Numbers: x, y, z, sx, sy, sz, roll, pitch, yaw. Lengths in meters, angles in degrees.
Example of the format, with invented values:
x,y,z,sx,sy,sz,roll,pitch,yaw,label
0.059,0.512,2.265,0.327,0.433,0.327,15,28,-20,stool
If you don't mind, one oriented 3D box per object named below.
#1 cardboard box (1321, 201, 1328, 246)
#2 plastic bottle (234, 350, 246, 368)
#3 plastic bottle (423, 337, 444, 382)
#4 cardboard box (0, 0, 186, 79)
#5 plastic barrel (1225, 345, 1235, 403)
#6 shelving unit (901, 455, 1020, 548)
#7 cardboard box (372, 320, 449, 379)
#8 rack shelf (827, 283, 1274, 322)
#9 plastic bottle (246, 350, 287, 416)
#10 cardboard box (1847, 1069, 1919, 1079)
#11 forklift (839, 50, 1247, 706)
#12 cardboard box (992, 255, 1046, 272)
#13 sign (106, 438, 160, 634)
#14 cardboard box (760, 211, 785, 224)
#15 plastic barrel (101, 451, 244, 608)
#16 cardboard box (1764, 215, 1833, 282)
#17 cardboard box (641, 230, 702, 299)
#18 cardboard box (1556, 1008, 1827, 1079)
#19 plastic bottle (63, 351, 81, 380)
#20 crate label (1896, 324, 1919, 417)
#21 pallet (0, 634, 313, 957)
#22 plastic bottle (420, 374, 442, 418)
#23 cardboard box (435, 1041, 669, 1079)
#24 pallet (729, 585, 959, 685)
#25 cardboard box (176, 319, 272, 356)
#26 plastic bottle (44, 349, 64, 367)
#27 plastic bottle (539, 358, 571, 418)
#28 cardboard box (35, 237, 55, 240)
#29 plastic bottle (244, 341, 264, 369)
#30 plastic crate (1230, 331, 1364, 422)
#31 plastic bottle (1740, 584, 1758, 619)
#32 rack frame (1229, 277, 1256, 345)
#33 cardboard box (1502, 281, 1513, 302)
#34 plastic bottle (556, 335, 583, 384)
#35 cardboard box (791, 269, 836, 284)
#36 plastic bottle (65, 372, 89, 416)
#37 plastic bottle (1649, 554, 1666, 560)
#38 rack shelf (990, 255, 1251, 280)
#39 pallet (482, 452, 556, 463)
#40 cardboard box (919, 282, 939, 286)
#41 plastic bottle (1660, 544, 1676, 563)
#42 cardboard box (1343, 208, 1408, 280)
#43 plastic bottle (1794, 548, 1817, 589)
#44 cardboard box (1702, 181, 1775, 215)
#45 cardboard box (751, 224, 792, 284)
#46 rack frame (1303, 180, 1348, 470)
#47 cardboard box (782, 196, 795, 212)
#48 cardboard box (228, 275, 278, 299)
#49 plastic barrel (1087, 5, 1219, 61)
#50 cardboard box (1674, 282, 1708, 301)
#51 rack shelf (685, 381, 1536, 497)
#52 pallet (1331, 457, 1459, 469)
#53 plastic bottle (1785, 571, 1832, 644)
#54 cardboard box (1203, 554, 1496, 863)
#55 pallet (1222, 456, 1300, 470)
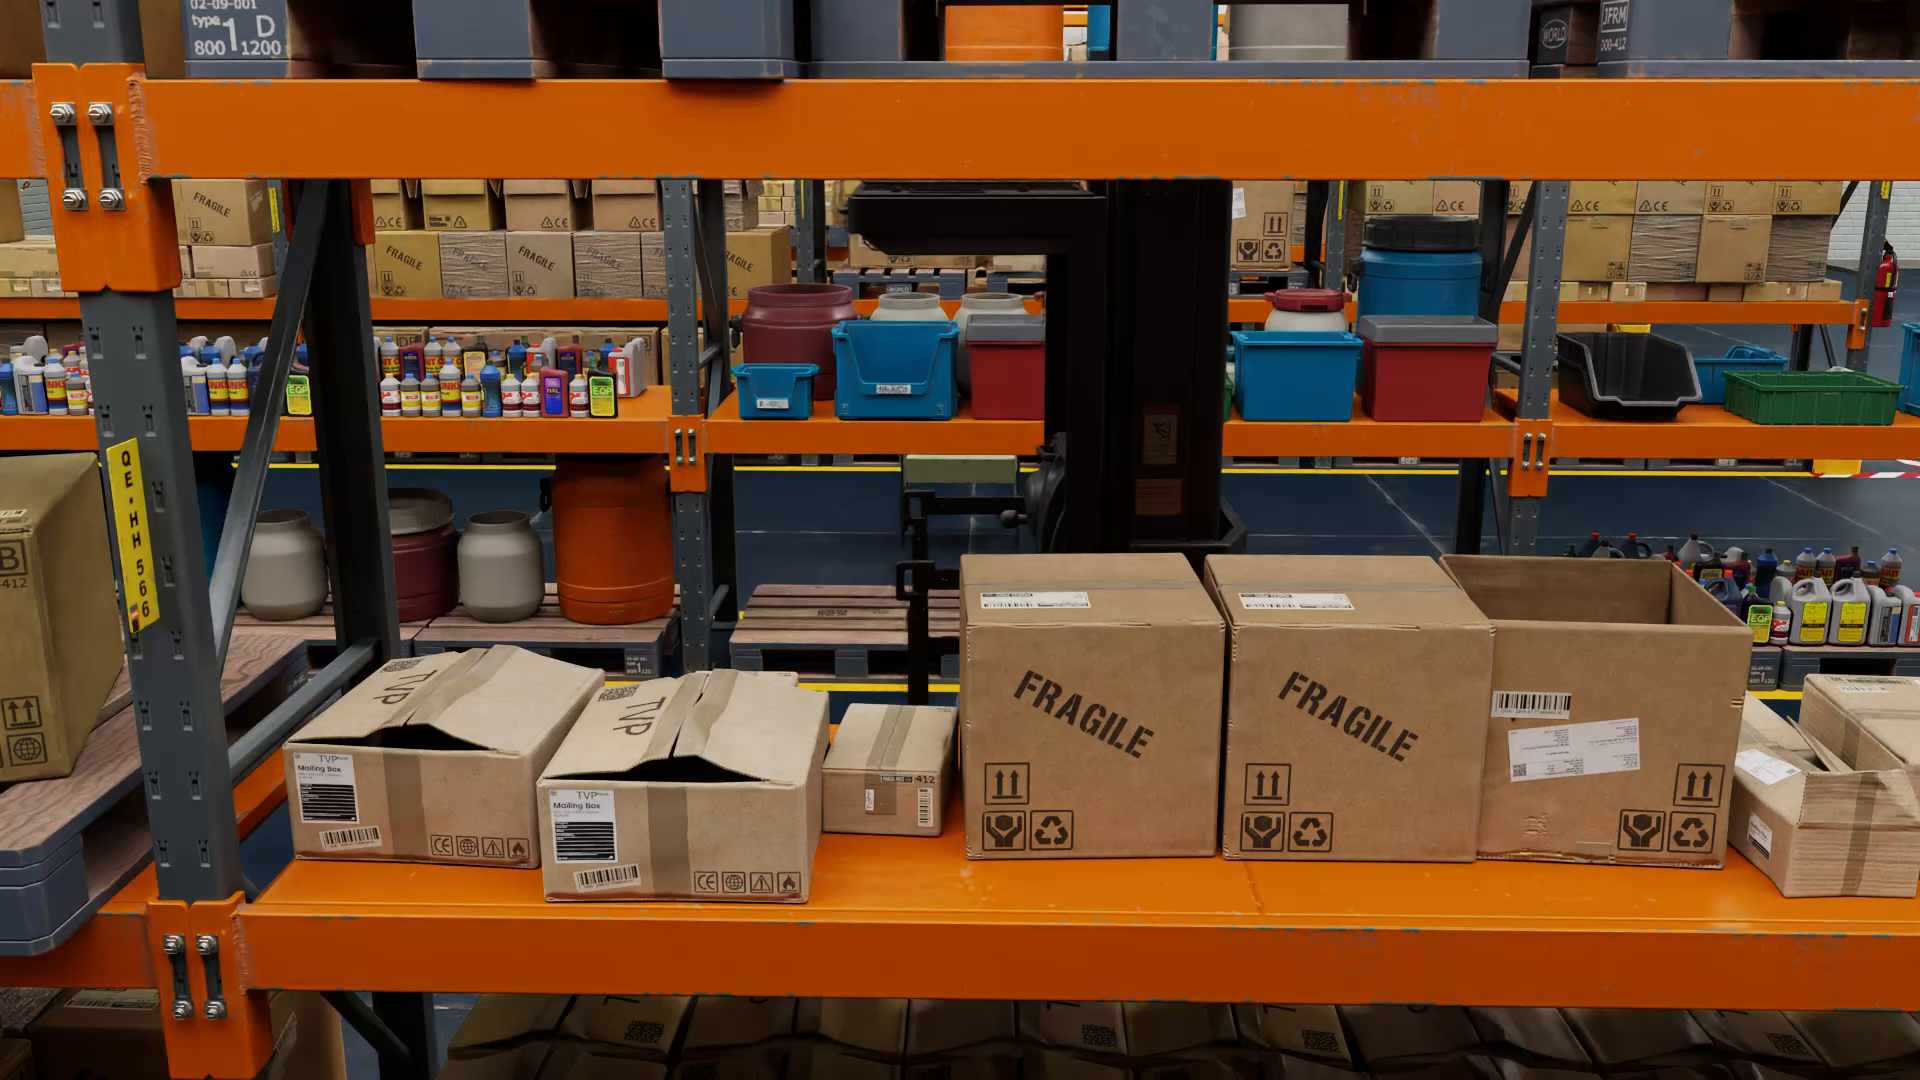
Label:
x,y,z,sx,sy,sz,roll,pitch,yaw,label
3.981,-3.464,17.797,0.550,0.550,0.875,0,15,1,cardboard box
-3.768,-0.897,8.750,0.097,0.201,0.097,0,15,0,plastic bottle
-2.755,-0.925,8.716,0.097,0.271,0.097,0,15,0,plastic bottle
-1.859,-1.118,3.120,0.500,0.500,0.910,0,15,1,cardboard box
1.388,-0.843,8.425,0.301,0.262,0.301,0,15,0,plastic barrel
0.007,-0.725,10.649,0.755,1.500,0.431,0,15,1,shelving unit
-4.524,-1.354,13.432,0.875,0.875,1.225,0,15,2,cardboard box
0.834,-1.790,13.155,4.000,0.370,1.077,0,15,1,rack shelf
-3.326,-0.779,8.009,0.185,0.351,0.144,0,15,1,plastic bottle
2.164,1.327,3.397,0.500,0.311,0.500,0,15,1,cardboard box
0.120,-0.162,5.709,3.031,2.935,1.130,0,15,-1,forklift
0.504,-2.212,12.814,0.500,0.250,0.500,0,15,0,cardboard box
-1.427,-0.008,2.875,0.005,0.325,0.100,0,15,1,sign
-1.948,-3.386,17.464,0.250,0.149,0.380,1,15,2,cardboard box
-4.039,-0.090,8.590,0.708,0.901,0.600,0,15,1,plastic barrel
6.283,-2.301,12.904,0.500,0.500,0.875,0,15,1,cardboard box
-2.163,-2.144,12.890,0.500,0.500,0.500,0,15,1,cardboard box
1.670,1.186,3.932,0.500,0.311,0.500,0,15,1,cardboard box
-4.640,-0.887,8.713,0.097,0.201,0.097,0,15,0,plastic bottle
4.859,-0.796,7.907,0.616,0.435,0.502,0,15,1,crate label
-2.102,0.482,3.510,1.003,0.211,1.213,0,15,1,pallet
-2.539,-0.696,7.986,0.097,0.201,0.097,0,15,0,plastic bottle
-0.906,1.309,3.466,0.500,0.311,0.500,1,15,3,cardboard box
-0.518,0.476,8.624,1.213,0.211,1.003,0,15,1,pallet
-5.822,-1.377,13.522,0.875,0.875,0.875,0,15,1,cardboard box
-4.772,-0.904,8.775,0.097,0.201,0.097,0,15,0,plastic bottle
-1.938,-0.727,7.943,0.133,0.283,0.061,0,15,1,plastic bottle
-7.135,-2.330,13.501,0.500,0.250,0.500,0,15,2,cardboard box
-3.637,-0.891,8.591,0.097,0.271,0.097,0,15,0,plastic bottle
1.596,-0.782,7.955,0.575,0.384,0.392,0,15,1,plastic crate
3.840,0.349,8.125,0.097,0.271,0.097,0,15,0,plastic bottle
3.061,-3.389,17.805,0.127,3.000,1.000,0,15,1,rack frame
4.040,-1.914,12.708,0.250,0.149,0.380,0,15,1,cardboard box
-2.044,-0.930,8.715,0.133,0.283,0.061,0,15,1,plastic bottle
-1.621,-2.838,18.325,0.500,0.250,0.500,0,15,-1,cardboard box
-4.259,-0.707,8.028,0.097,0.201,0.097,0,15,0,plastic bottle
3.571,0.212,8.631,0.135,0.276,0.152,0,15,1,plastic bottle
1.062,-3.054,17.946,4.000,0.370,1.077,0,15,1,rack shelf
-3.168,-0.836,13.593,1.213,0.211,1.003,0,15,1,pallet
-0.331,-2.503,18.035,0.750,0.750,1.050,0,15,1,cardboard box
3.714,0.161,8.811,0.133,0.283,0.061,1,15,5,plastic bottle
3.282,-2.298,12.892,0.500,0.500,0.875,0,15,1,cardboard box
4.458,0.177,8.776,0.097,0.271,0.097,0,15,0,plastic bottle
5.776,-2.717,12.518,0.500,0.500,0.500,0,15,1,cardboard box
-1.644,-2.272,13.375,0.500,0.500,0.500,1,15,3,cardboard box
2.833,-2.125,13.013,0.127,3.000,1.000,0,15,1,rack frame
-1.710,-3.529,17.422,0.250,0.149,0.380,1,15,4,cardboard box
-5.477,-1.974,12.934,0.250,0.149,0.380,0,15,2,cardboard box
0.885,-2.511,7.614,0.708,0.901,0.600,0,15,1,plastic barrel
5.542,-1.934,12.785,0.250,0.149,0.380,0,15,1,cardboard box
0.707,-0.527,8.367,4.000,0.370,1.077,0,15,1,rack shelf
3.506,-0.781,13.387,1.213,0.211,1.003,0,15,1,pallet
4.117,0.322,8.072,0.185,0.351,0.144,0,15,1,plastic bottle
0.782,0.337,3.486,0.500,0.500,0.500,0,15,2,cardboard box
2.055,-0.781,13.387,1.213,0.211,1.003,0,15,1,pallet
